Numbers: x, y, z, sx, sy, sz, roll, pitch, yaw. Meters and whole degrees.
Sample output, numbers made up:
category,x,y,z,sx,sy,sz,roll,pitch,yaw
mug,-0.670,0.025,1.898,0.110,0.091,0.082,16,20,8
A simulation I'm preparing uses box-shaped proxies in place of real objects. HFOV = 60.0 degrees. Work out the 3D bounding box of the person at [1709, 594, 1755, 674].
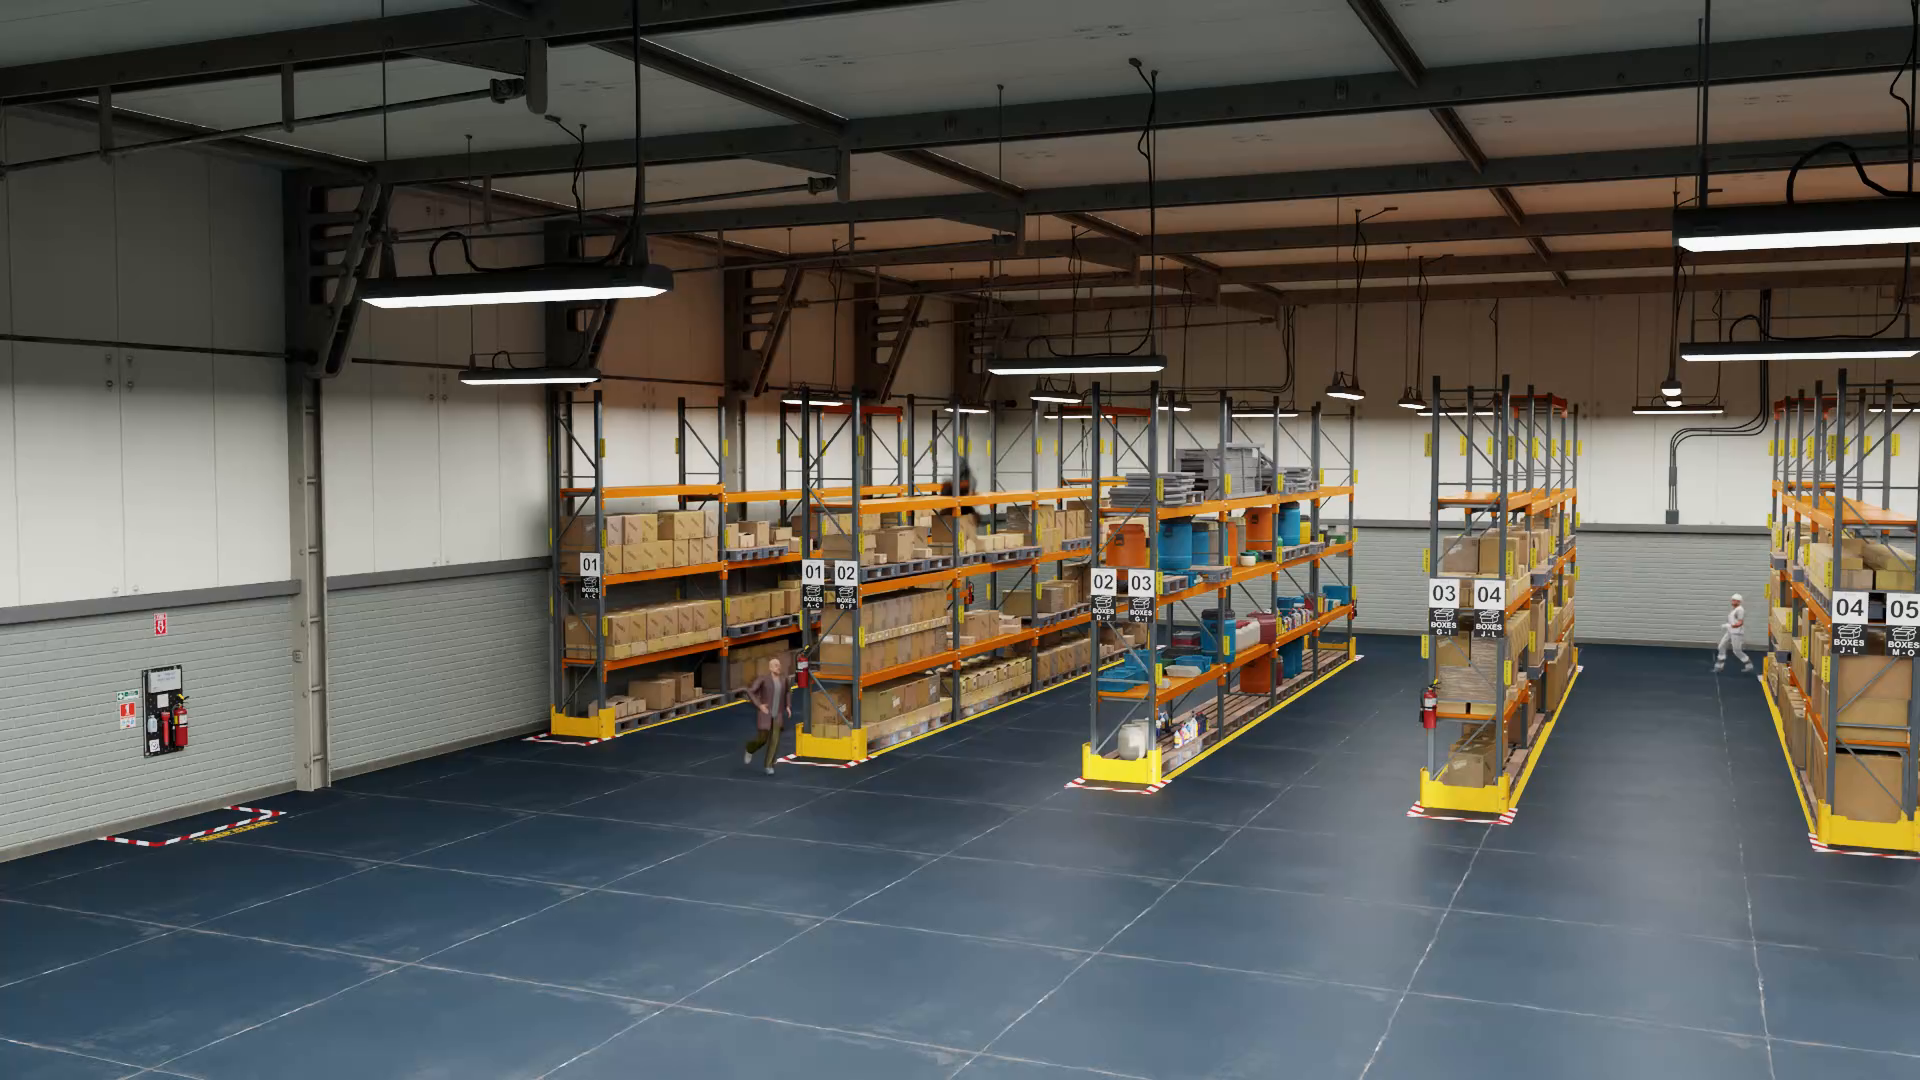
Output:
category,x,y,z,sx,sy,sz,roll,pitch,yaw
person,17.093,2.086,36.737,0.895,1.803,0.676,1,3,9

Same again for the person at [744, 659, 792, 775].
category,x,y,z,sx,sy,sz,roll,pitch,yaw
person,-2.909,2.712,25.792,0.773,1.720,0.916,-2,4,-32
